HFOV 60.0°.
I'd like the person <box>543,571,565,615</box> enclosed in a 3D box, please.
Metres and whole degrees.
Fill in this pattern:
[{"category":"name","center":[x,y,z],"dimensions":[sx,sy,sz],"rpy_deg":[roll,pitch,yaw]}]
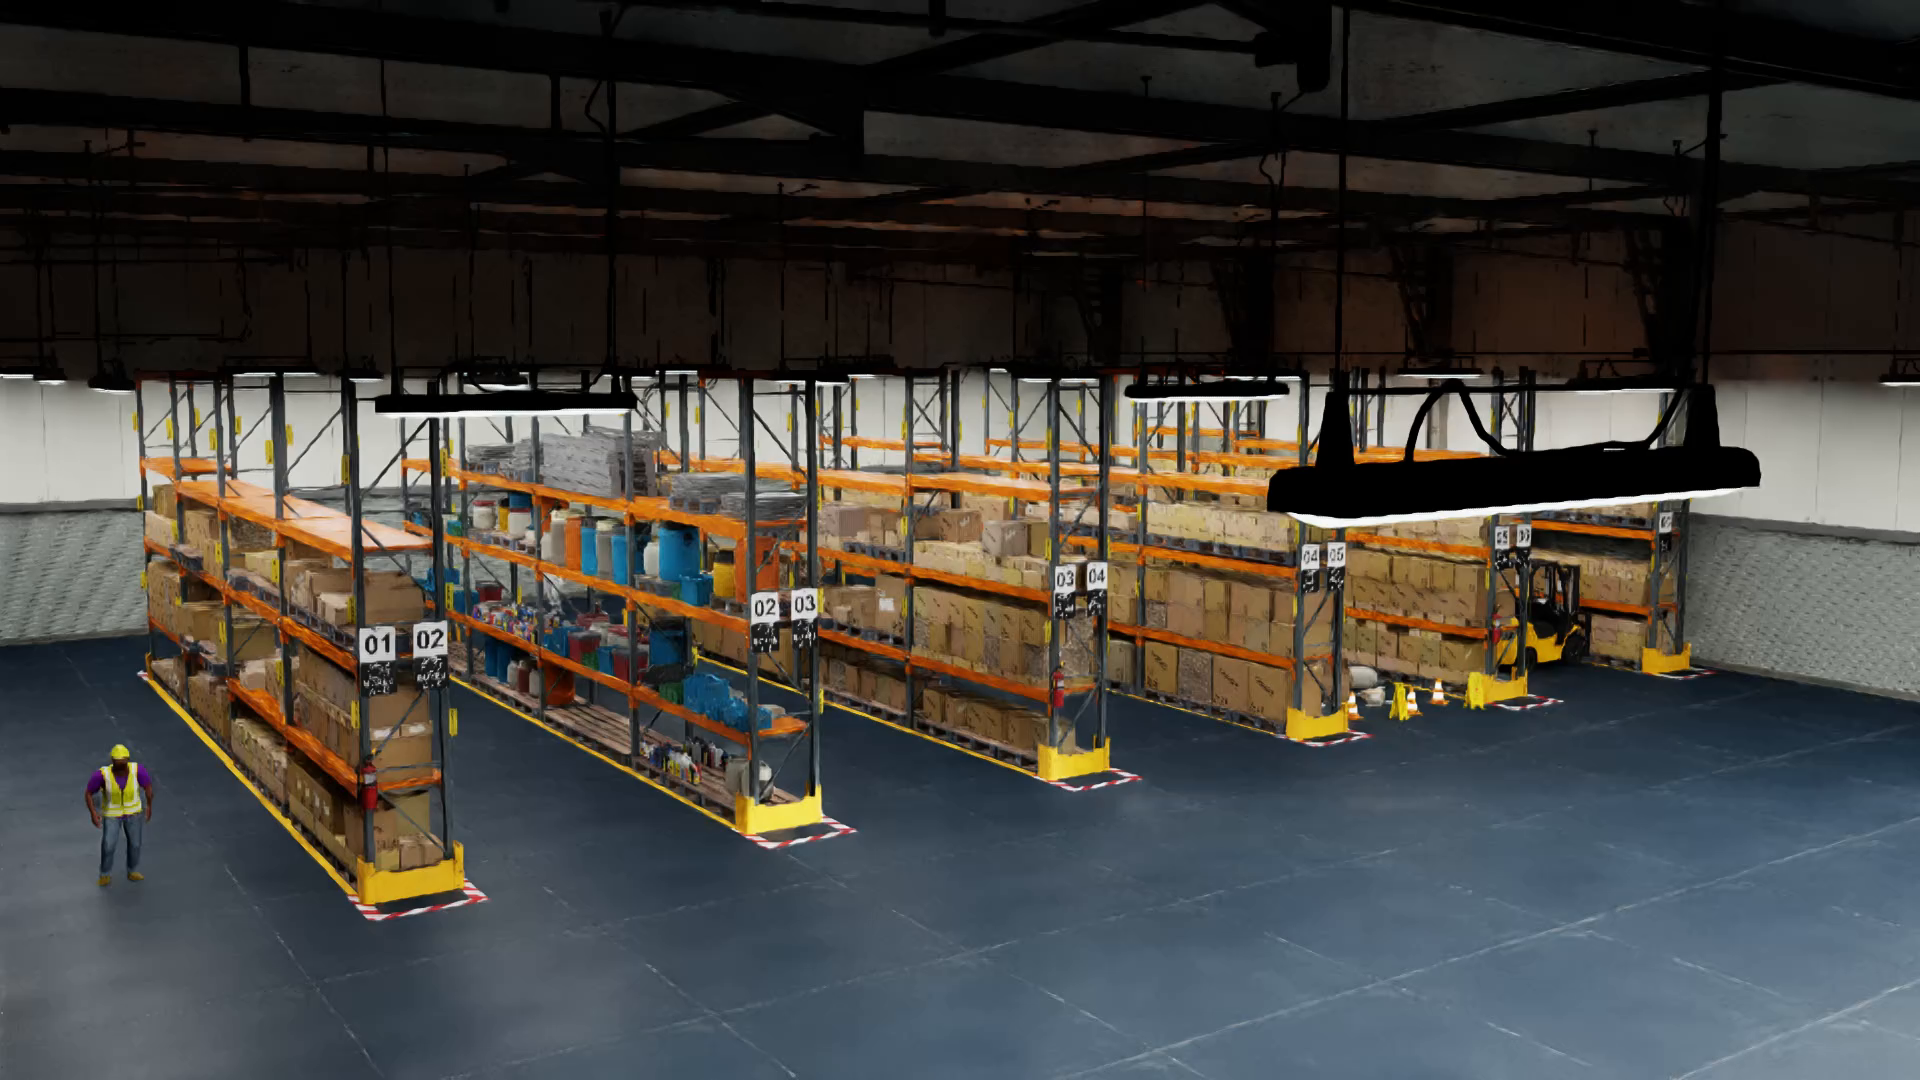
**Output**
[{"category":"person","center":[-9.799,0.935,39.899],"dimensions":[0.625,1.783,0.369],"rpy_deg":[3,7,22]}]

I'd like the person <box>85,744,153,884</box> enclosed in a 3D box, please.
[{"category":"person","center":[-9.995,3.258,19.802],"dimensions":[0.719,1.713,0.578],"rpy_deg":[-4,8,-34]}]

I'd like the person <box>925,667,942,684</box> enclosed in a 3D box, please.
[{"category":"person","center":[-0.524,1.946,31.536],"dimensions":[0.492,1.671,0.435],"rpy_deg":[4,7,30]}]

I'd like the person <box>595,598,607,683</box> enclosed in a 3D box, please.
[{"category":"person","center":[-6.957,1.907,32.014],"dimensions":[0.461,1.626,0.989],"rpy_deg":[-5,8,-35]}]
